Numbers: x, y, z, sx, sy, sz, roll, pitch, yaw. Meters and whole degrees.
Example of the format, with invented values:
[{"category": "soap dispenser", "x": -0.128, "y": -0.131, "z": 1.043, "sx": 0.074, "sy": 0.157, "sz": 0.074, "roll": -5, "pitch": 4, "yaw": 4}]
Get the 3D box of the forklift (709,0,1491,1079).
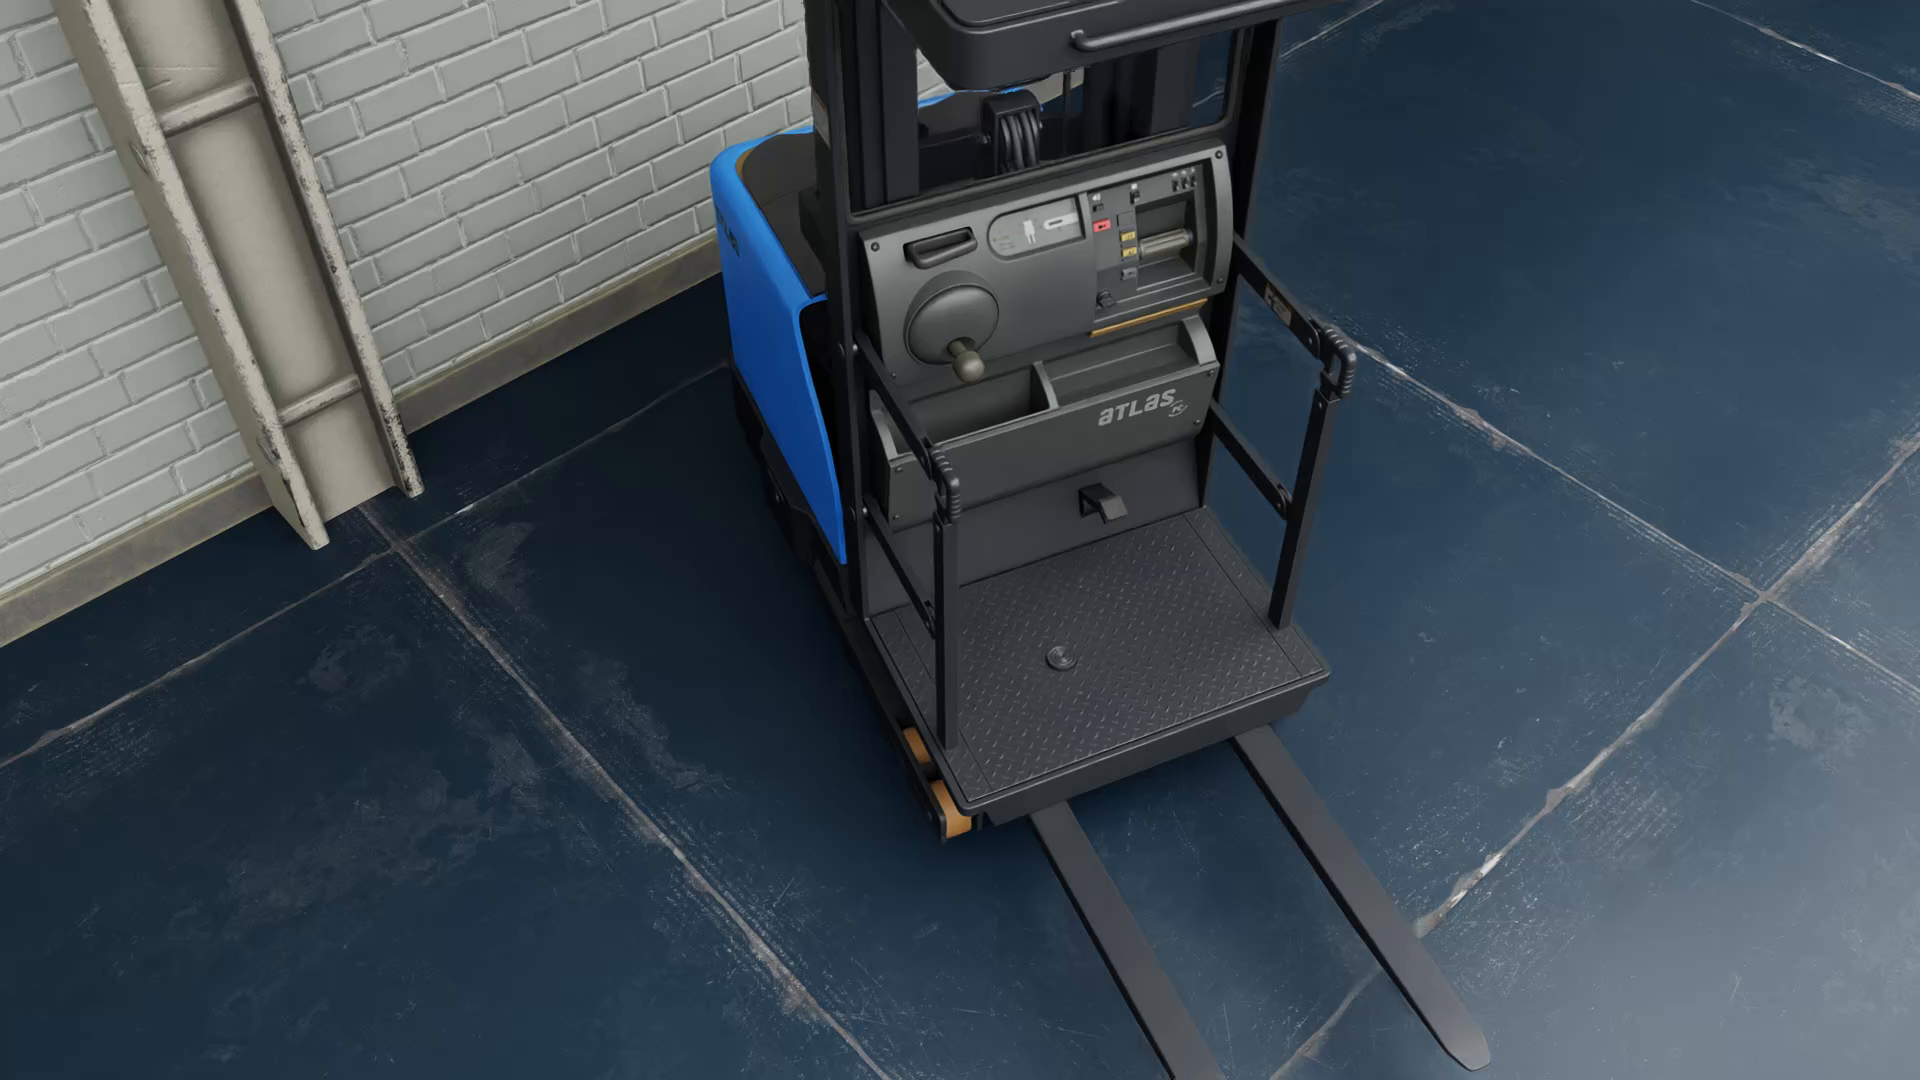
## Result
[{"category": "forklift", "x": 0.311, "y": -0.557, "z": 3.769, "sx": 1.130, "sy": 2.935, "sz": 3.031, "roll": -18, "pitch": 50, "yaw": -16}]
